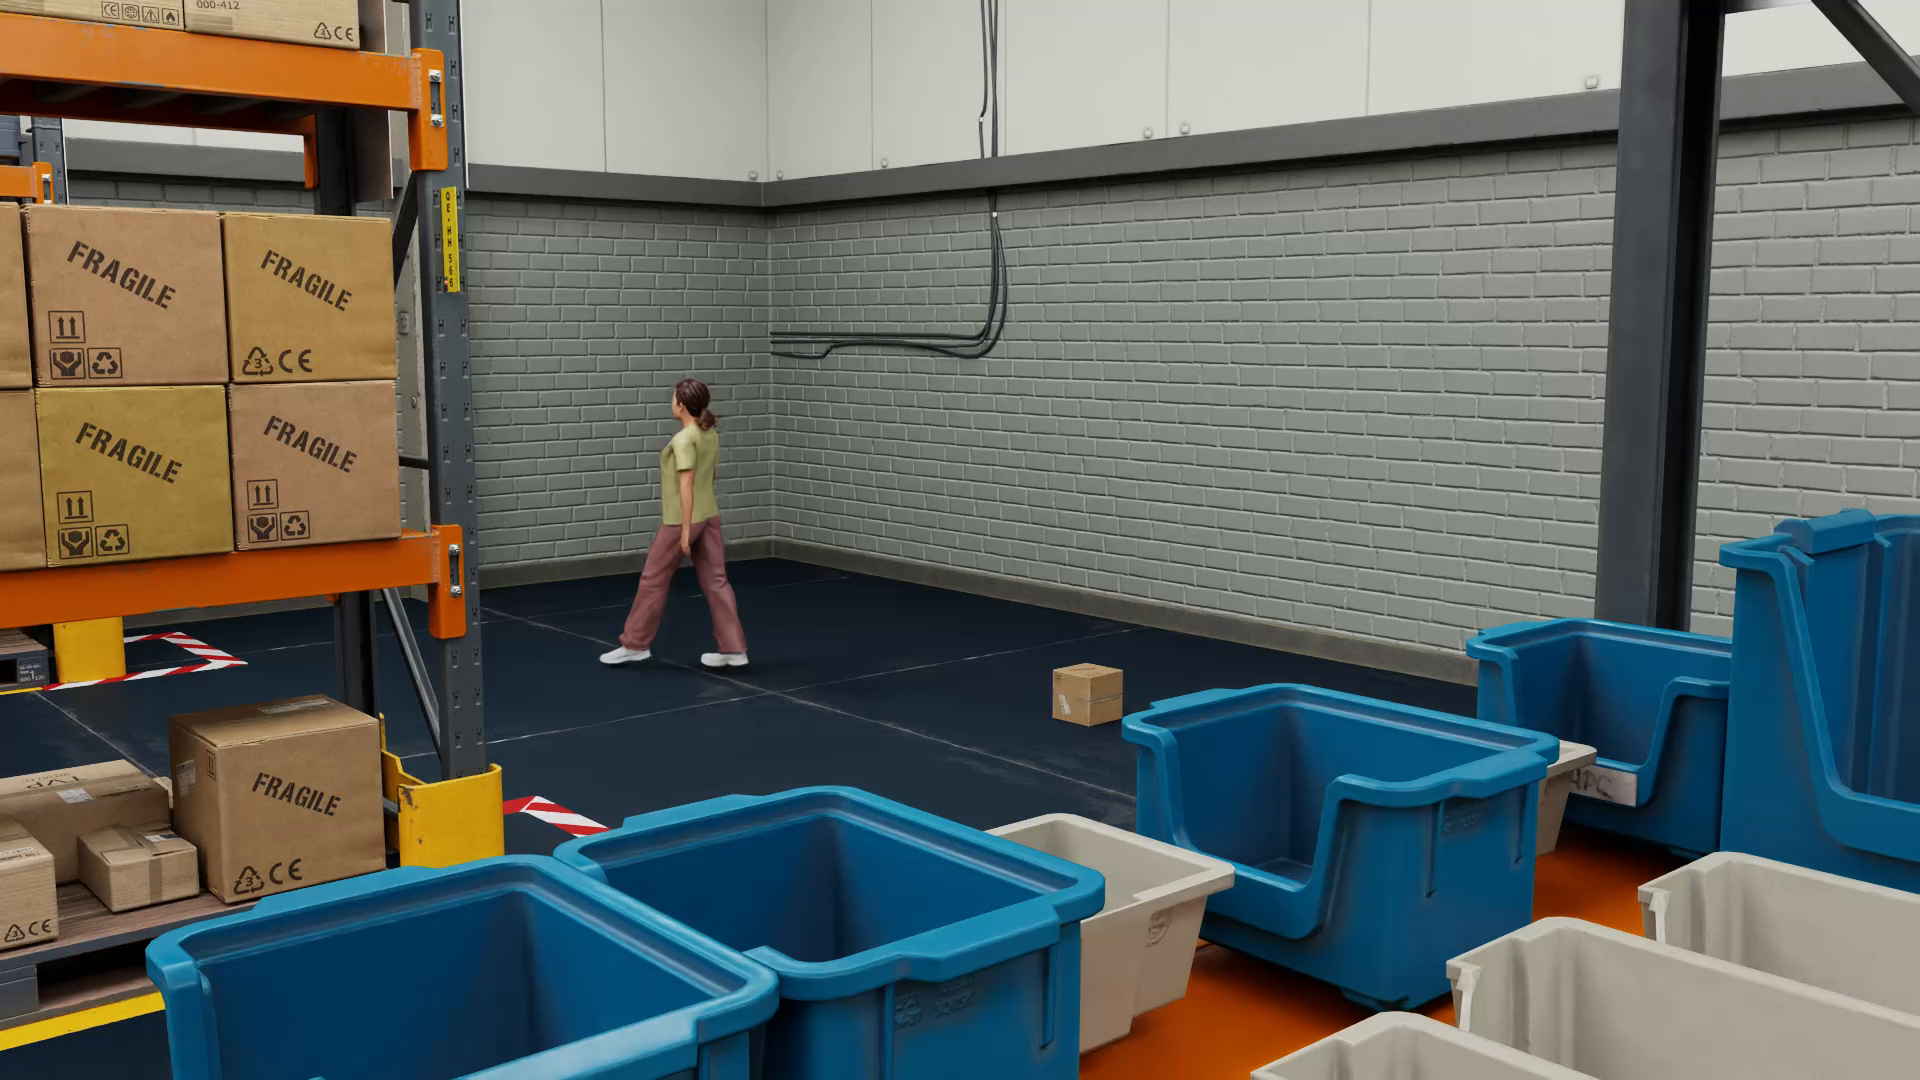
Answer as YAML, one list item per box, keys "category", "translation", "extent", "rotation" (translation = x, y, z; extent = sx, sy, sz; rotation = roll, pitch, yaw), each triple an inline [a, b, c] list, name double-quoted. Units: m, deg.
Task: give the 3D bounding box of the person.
- category: "person"
  translation: [-1.607, -0.094, 9.473]
  extent: [0.909, 1.631, 0.477]
  rotation: [4, 8, 26]
